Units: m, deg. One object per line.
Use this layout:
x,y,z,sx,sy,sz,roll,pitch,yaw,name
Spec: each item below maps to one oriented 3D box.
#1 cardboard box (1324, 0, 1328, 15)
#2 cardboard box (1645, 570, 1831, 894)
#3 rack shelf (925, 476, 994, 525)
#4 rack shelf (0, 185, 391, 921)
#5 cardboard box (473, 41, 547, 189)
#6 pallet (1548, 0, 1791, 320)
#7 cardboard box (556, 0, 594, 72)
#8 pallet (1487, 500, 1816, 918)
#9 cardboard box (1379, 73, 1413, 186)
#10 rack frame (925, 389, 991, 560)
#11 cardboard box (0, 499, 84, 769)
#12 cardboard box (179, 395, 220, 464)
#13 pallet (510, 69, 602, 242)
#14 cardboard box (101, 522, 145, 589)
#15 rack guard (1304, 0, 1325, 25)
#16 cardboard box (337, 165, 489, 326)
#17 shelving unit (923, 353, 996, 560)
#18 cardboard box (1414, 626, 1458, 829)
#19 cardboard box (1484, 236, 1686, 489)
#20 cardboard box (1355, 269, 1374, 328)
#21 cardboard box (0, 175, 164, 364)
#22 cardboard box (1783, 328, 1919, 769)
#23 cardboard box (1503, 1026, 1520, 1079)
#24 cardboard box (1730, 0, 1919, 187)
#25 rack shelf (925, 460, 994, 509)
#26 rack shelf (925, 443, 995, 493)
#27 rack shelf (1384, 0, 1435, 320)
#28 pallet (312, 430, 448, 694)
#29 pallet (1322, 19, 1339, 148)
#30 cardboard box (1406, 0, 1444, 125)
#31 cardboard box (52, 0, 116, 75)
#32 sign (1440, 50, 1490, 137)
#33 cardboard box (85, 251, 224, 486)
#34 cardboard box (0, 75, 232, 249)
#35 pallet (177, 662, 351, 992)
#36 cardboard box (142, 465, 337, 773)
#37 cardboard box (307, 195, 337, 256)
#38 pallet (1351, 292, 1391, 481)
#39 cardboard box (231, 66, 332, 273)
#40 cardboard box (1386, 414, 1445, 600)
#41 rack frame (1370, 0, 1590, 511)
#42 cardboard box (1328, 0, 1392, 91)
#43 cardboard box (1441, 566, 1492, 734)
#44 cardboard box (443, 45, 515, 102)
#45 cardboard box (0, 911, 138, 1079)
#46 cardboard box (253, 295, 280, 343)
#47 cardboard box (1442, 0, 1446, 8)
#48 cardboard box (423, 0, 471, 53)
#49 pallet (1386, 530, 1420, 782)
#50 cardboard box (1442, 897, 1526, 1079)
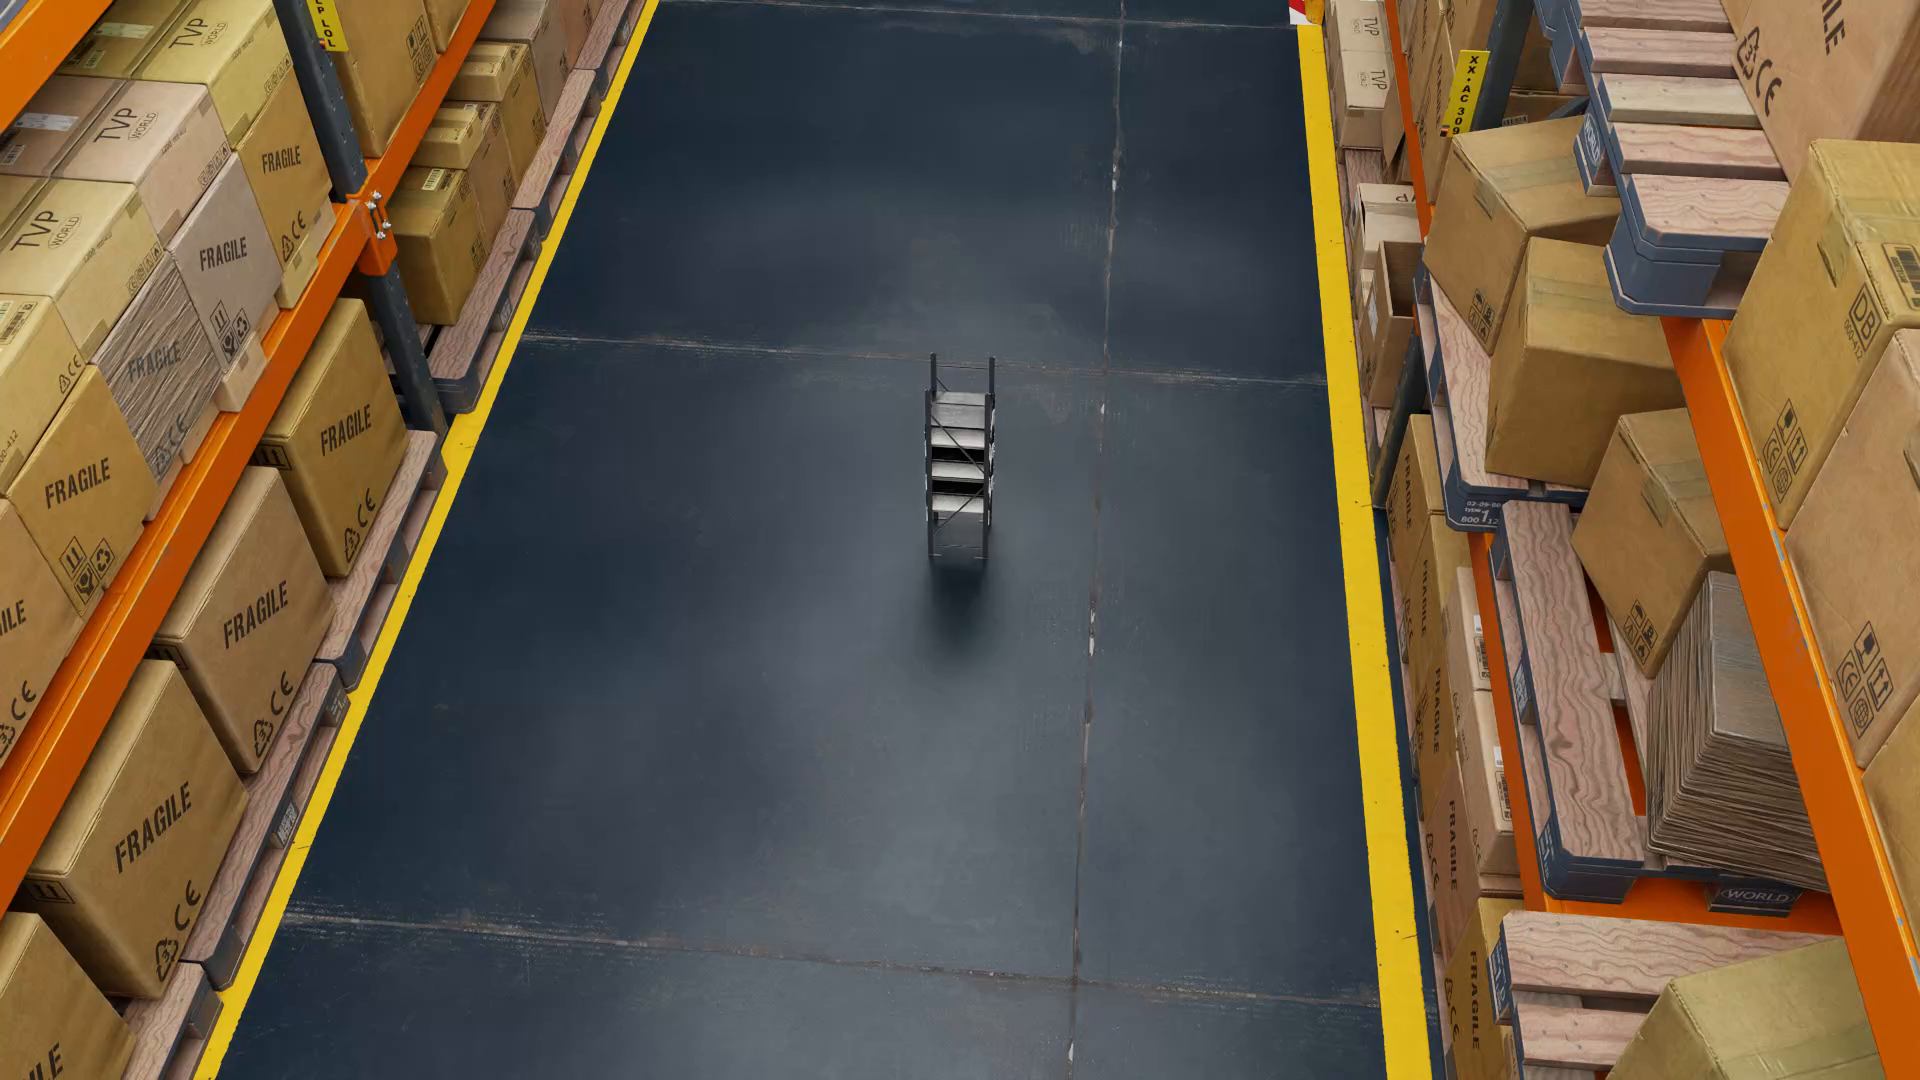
2.197,-2.991,9.113,0.380,0.149,0.250,4,48,4,cardboard box
2.067,0.484,3.948,0.700,0.500,0.500,12,49,11,cardboard box
0.001,-0.166,6.607,0.258,0.077,0.200,4,48,4,rack shelf
-2.903,0.232,5.018,1.077,0.370,4.000,4,48,4,rack shelf
-2.452,-2.067,8.043,0.700,0.500,0.500,5,48,4,cardboard box
1.992,-0.862,3.626,1.213,0.211,1.003,4,48,4,pallet
-2.366,-2.829,8.740,0.700,0.500,0.500,4,48,3,cardboard box
2.021,0.425,4.485,1.003,0.211,1.213,4,48,4,pallet
2.379,-1.837,7.817,0.797,0.503,0.637,4,48,4,cardboard box
-0.009,-0.235,6.381,0.240,0.900,0.006,4,48,4,rack frame
-2.683,0.229,4.250,0.500,0.500,0.500,4,48,3,cardboard box
-2.591,-0.387,5.254,0.380,0.149,0.250,4,48,4,cardboard box
-2.465,-1.992,8.455,1.003,0.211,1.213,4,48,4,pallet
-2.664,-0.010,4.909,0.380,0.149,0.250,5,48,5,cardboard box
2.571,-3.190,9.355,1.175,0.500,0.348,4,48,4,rack guard
-2.550,-1.321,7.361,0.700,0.500,0.500,4,48,4,cardboard box
0.001,-0.310,6.449,0.258,0.900,0.210,4,48,4,shelving unit
1.836,0.644,5.550,0.500,0.500,0.500,4,48,4,cardboard box
1.948,-0.483,4.832,0.700,0.500,0.500,11,48,10,cardboard box
1.957,-1.054,7.341,0.380,0.149,0.250,4,48,4,cardboard box
-2.611,-0.764,4.651,0.500,0.250,0.500,5,48,4,cardboard box
1.901,0.046,2.601,0.910,0.500,0.500,4,48,4,cardboard box
1.701,1.487,4.271,0.500,0.250,0.500,6,48,5,cardboard box
1.975,-1.026,3.229,0.600,0.600,0.600,2,48,2,cardboard box
0.001,-0.226,6.540,0.258,0.077,0.200,4,48,4,rack shelf
0.001,-0.287,6.474,0.258,0.077,0.200,4,48,4,rack shelf
2.395,-2.377,7.405,1.077,0.370,4.000,4,48,4,rack shelf
-2.716,0.033,6.603,1.003,0.211,1.213,4,48,4,pallet
2.499,-2.506,8.925,1.003,0.211,1.213,4,48,4,pallet
2.049,-1.947,6.456,0.500,0.500,0.500,5,48,5,cardboard box
-3.022,-1.554,5.373,0.500,0.250,0.500,5,48,5,cardboard box
1.672,-1.473,5.504,0.100,0.325,0.005,4,48,4,sign
-2.602,-0.521,4.937,0.500,0.500,0.500,4,48,4,cardboard box
-2.564,-1.139,4.994,0.500,0.250,0.500,5,48,4,cardboard box
-2.824,0.932,5.781,1.003,0.211,1.213,4,48,4,pallet
-2.728,0.243,5.693,0.750,0.750,0.750,5,48,5,cardboard box
-2.469,-1.135,5.938,0.380,0.149,0.250,4,48,4,cardboard box
2.277,-0.713,7.286,1.003,0.211,1.213,4,48,4,pallet
-2.511,-1.265,5.617,0.500,0.500,0.500,3,48,3,cardboard box
1.926,-0.116,6.245,0.500,0.500,0.500,2,48,2,cardboard box
2.213,-1.150,5.795,1.000,3.000,0.127,4,48,4,rack frame
2.200,-2.562,8.652,0.500,0.250,0.500,4,48,4,cardboard box
1.835,0.366,5.296,0.500,0.250,0.500,4,48,4,cardboard box
-2.290,-2.163,7.691,0.380,0.149,0.250,3,48,2,cardboard box
-2.887,1.511,4.533,0.750,0.750,0.750,3,48,3,cardboard box
-2.537,-0.761,5.596,0.380,0.149,0.250,5,48,5,cardboard box
2.045,-2.287,6.089,0.500,0.500,0.500,3,48,3,cardboard box
-2.583,-2.515,6.840,0.980,0.700,0.700,3,48,3,cardboard box
2.177,0.391,6.275,1.003,0.211,1.213,4,48,4,pallet
1.747,1.401,4.857,0.500,0.500,0.500,2,48,2,cardboard box
